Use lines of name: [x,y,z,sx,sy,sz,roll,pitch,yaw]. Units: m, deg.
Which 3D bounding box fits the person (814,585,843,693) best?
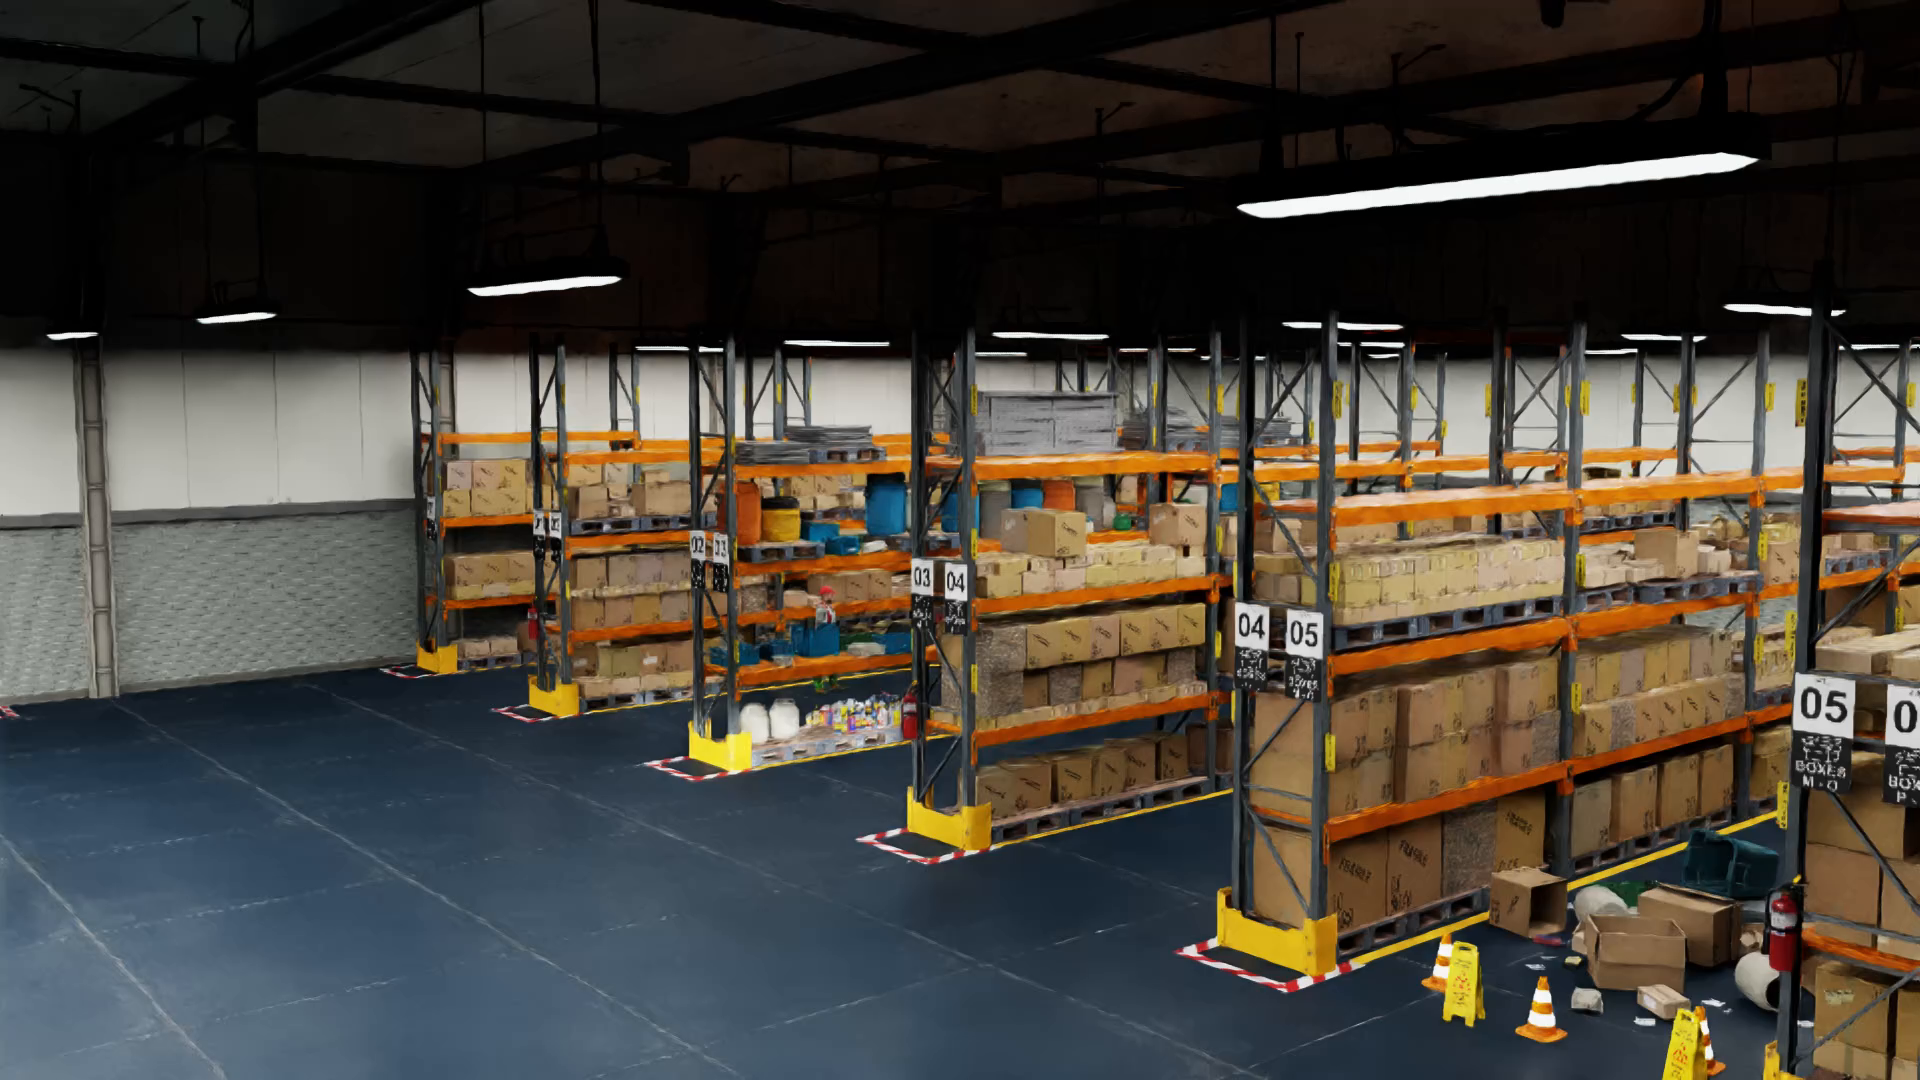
person: [-2.210,1.660,28.071,0.442,1.791,0.606,2,6,19]
